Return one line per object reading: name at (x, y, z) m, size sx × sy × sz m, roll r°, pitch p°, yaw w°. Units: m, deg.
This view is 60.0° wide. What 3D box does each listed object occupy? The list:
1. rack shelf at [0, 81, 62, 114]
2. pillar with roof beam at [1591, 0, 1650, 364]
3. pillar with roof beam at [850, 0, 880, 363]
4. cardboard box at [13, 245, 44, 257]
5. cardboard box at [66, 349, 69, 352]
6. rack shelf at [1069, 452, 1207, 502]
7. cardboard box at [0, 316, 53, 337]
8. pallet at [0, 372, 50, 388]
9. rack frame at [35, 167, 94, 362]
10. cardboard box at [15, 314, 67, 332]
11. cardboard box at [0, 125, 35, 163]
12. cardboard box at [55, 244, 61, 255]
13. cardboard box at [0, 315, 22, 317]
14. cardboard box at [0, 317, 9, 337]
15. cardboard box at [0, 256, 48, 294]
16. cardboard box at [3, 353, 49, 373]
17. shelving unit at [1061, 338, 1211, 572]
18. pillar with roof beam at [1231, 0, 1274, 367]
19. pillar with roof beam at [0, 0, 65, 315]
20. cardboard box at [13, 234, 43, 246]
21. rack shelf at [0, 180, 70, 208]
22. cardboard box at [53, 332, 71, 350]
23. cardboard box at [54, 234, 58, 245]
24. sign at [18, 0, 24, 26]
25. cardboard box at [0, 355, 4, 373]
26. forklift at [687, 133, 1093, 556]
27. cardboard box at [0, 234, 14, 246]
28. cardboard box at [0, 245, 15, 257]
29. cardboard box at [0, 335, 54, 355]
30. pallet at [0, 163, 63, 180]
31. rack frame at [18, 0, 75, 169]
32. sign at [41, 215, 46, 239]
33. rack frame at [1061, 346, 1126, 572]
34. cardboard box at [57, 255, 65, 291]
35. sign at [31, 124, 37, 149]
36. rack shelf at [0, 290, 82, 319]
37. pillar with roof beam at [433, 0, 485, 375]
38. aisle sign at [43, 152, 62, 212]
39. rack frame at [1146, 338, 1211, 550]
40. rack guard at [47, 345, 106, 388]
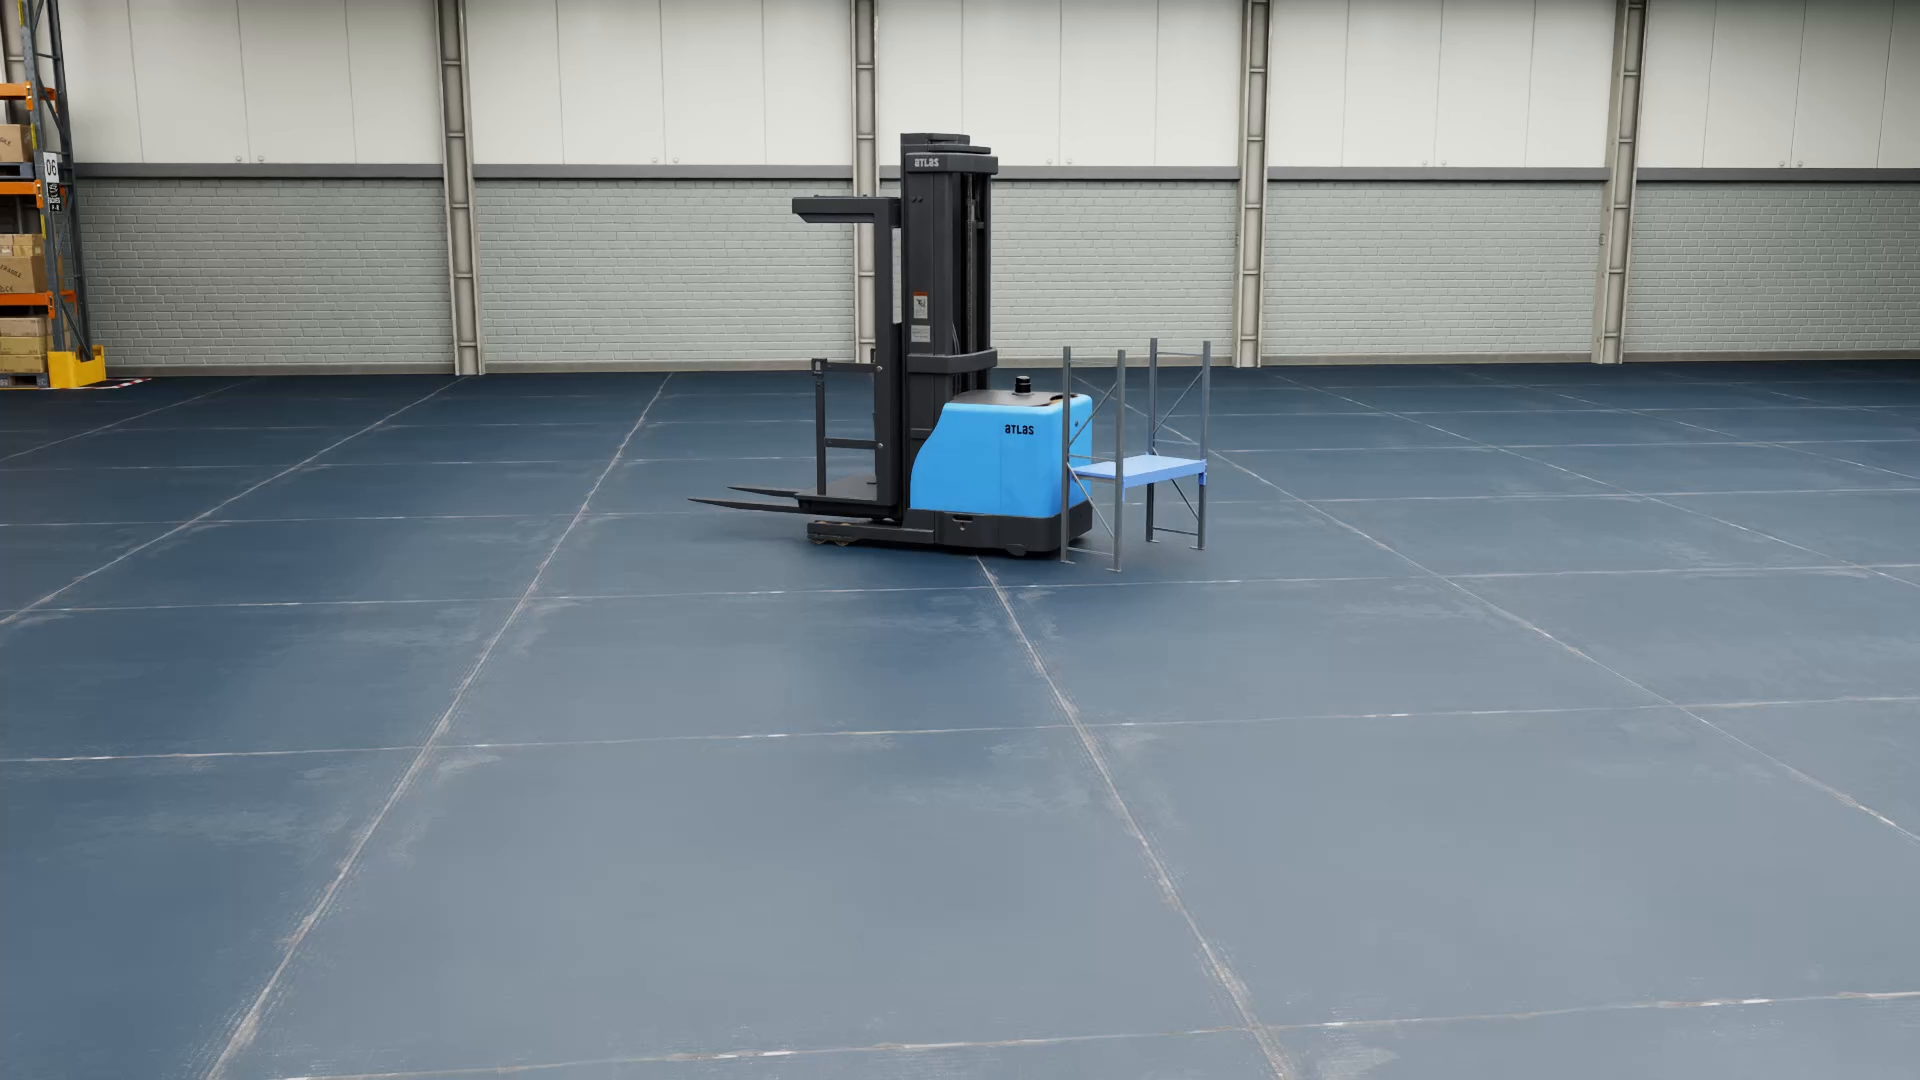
rack shelf at (-14.556, -6.047, 22.703) m, size 4.000 × 0.370 × 1.077 m, roll -1°, pitch 11°, yaw -6°
pillar with roof beam at (10.967, -6.471, 21.956) m, size 0.400 × 9.000 × 9.100 m, roll -1°, pitch 11°, yaw -6°
pillar with roof beam at (-0.963, -6.221, 20.685) m, size 0.400 × 9.000 × 9.100 m, roll -1°, pitch 11°, yaw -6°
cardboard box at (-12.882, -4.001, 23.003) m, size 0.250 × 0.149 × 0.380 m, roll -1°, pitch 11°, yaw -5°
cardboard box at (-13.077, -2.579, 23.749) m, size 0.500 × 0.250 × 0.500 m, roll -1°, pitch 11°, yaw -6°
rack shelf at (1.235, -0.448, 11.689) m, size 0.538 × 0.185 × 1.000 m, roll 10°, pitch 15°, yaw 41°
cardboard box at (-12.992, -2.973, 23.161) m, size 0.500 × 0.250 × 0.500 m, roll -1°, pitch 11°, yaw -4°
pallet at (-13.323, -2.303, 23.533) m, size 1.213 × 0.211 × 1.003 m, roll -1°, pitch 11°, yaw -6°
rack frame at (-12.568, -3.695, 23.386) m, size 0.127 × 3.000 × 1.000 m, roll -1°, pitch 11°, yaw -6°
cardboard box at (-13.066, -3.068, 23.648) m, size 0.500 × 0.250 × 0.500 m, roll -1°, pitch 11°, yaw -7°
cardboard box at (-12.981, -5.415, 22.752) m, size 0.500 × 0.500 × 0.500 m, roll -1°, pitch 11°, yaw -4°
cardboard box at (-12.933, -4.105, 23.531) m, size 0.250 × 0.149 × 0.380 m, roll -1°, pitch 11°, yaw -8°
cardboard box at (-13.562, -3.057, 23.591) m, size 0.500 × 0.250 × 0.500 m, roll -1°, pitch 11°, yaw -6°
cardboard box at (-13.499, -2.961, 23.101) m, size 0.500 × 0.250 × 0.500 m, roll -1°, pitch 11°, yaw -5°
cardboard box at (-13.029, -3.683, 23.068) m, size 0.500 × 0.500 × 0.500 m, roll -1°, pitch 11°, yaw -7°
cardboard box at (-13.001, -2.481, 23.252) m, size 0.500 × 0.250 × 0.500 m, roll -1°, pitch 11°, yaw -6°
shelving unit at (1.235, -0.624, 11.654) m, size 0.538 × 1.500 × 1.048 m, roll 10°, pitch 15°, yaw 41°
pillar with roof beam at (5.002, -6.346, 21.320) m, size 0.400 × 9.000 × 9.100 m, roll -1°, pitch 11°, yaw -6°
pillar with roof beam at (-12.892, -5.971, 19.413) m, size 0.400 × 9.000 × 9.100 m, roll -1°, pitch 11°, yaw -6°
cardboard box at (-12.901, -4.160, 23.041) m, size 0.250 × 0.149 × 0.380 m, roll -1°, pitch 11°, yaw -6°
rack shelf at (-14.556, -4.772, 22.954) m, size 4.000 × 0.370 × 1.077 m, roll -1°, pitch 11°, yaw -6°
cardboard box at (-13.058, -2.827, 23.715) m, size 0.500 × 0.250 × 0.500 m, roll -1°, pitch 11°, yaw -5°
cardboard box at (-12.925, -4.242, 23.458) m, size 0.250 × 0.149 × 0.380 m, roll -1°, pitch 11°, yaw -7°
sign at (-12.523, -7.031, 22.178) m, size 0.005 × 0.325 × 0.100 m, roll -1°, pitch 11°, yaw -6°
cardboard box at (-13.496, -2.473, 23.209) m, size 0.500 × 0.250 × 0.500 m, roll -1°, pitch 11°, yaw -6°
forklift at (-0.579, -1.484, 12.320) m, size 3.031 × 2.935 × 1.130 m, roll 5°, pitch 12°, yaw 22°
cardboard box at (-13.143, -4.149, 22.985) m, size 0.250 × 0.149 × 0.380 m, roll -1°, pitch 11°, yaw -6°
cardboard box at (-13.133, -3.990, 22.947) m, size 0.250 × 0.149 × 0.380 m, roll -1°, pitch 11°, yaw -5°
cardboard box at (-13.018, -2.727, 23.206) m, size 0.500 × 0.250 × 0.500 m, roll -1°, pitch 11°, yaw -7°
pallet at (-13.273, -5.113, 23.055) m, size 1.213 × 0.211 × 1.003 m, roll -1°, pitch 11°, yaw -6°
rack frame at (-12.568, -6.638, 22.807) m, size 0.127 × 3.000 × 1.000 m, roll -1°, pitch 11°, yaw -6°
sign at (-12.523, -4.275, 22.720) m, size 0.005 × 0.325 × 0.100 m, roll -1°, pitch 11°, yaw -6°
rack frame at (0.897, -0.551, 11.281) m, size 0.500 × 1.500 × 0.032 m, roll 10°, pitch 15°, yaw 41°
cardboard box at (-13.090, -3.787, 23.595) m, size 0.500 × 0.500 × 0.500 m, roll -1°, pitch 11°, yaw -4°
sign at (-12.523, -5.458, 22.488) m, size 0.005 × 0.325 × 0.100 m, roll -1°, pitch 11°, yaw -6°
rack shelf at (-14.556, -3.300, 23.243) m, size 4.000 × 0.370 × 1.077 m, roll -1°, pitch 11°, yaw -6°
pillar with roof beam at (-6.927, -6.096, 20.049) m, size 0.400 × 9.000 × 9.100 m, roll -1°, pitch 11°, yaw -6°
aisle sign at (-12.471, -4.915, 22.855) m, size 0.004 × 0.787 × 0.394 m, roll -1°, pitch 11°, yaw -6°
rack frame at (1.573, -0.697, 12.027) m, size 0.500 × 1.500 × 0.032 m, roll 10°, pitch 15°, yaw 41°
rack guard at (-12.544, -2.469, 23.629) m, size 0.348 × 0.500 × 1.175 m, roll -1°, pitch 11°, yaw -6°
